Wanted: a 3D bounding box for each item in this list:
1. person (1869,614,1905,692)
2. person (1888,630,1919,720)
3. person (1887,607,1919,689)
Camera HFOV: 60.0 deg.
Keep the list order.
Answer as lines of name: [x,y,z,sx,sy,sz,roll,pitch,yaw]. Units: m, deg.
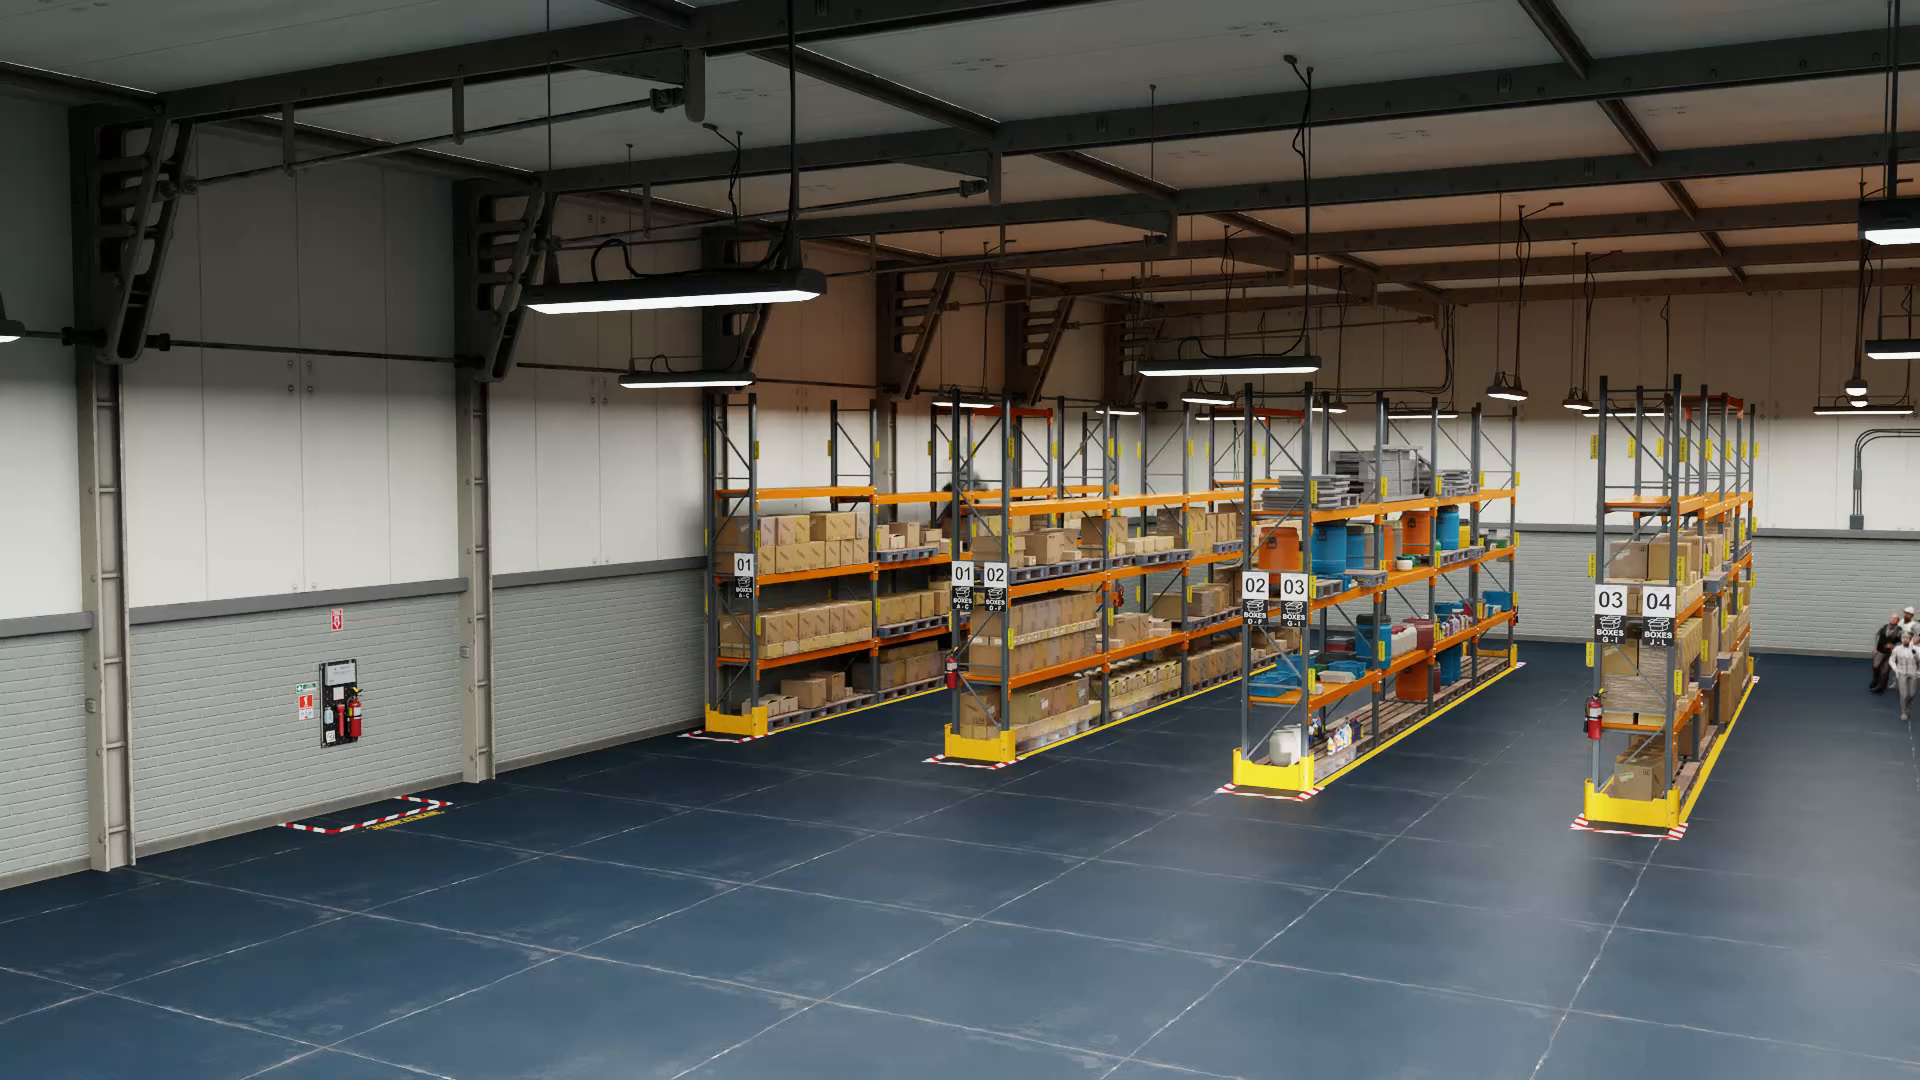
person: [19.045,2.332,34.121,0.618,1.645,0.690,-3,4,-45]
person: [17.606,2.511,30.910,0.623,1.664,0.459,2,4,30]
person: [19.797,2.263,34.793,0.581,1.735,0.744,-1,3,-17]
